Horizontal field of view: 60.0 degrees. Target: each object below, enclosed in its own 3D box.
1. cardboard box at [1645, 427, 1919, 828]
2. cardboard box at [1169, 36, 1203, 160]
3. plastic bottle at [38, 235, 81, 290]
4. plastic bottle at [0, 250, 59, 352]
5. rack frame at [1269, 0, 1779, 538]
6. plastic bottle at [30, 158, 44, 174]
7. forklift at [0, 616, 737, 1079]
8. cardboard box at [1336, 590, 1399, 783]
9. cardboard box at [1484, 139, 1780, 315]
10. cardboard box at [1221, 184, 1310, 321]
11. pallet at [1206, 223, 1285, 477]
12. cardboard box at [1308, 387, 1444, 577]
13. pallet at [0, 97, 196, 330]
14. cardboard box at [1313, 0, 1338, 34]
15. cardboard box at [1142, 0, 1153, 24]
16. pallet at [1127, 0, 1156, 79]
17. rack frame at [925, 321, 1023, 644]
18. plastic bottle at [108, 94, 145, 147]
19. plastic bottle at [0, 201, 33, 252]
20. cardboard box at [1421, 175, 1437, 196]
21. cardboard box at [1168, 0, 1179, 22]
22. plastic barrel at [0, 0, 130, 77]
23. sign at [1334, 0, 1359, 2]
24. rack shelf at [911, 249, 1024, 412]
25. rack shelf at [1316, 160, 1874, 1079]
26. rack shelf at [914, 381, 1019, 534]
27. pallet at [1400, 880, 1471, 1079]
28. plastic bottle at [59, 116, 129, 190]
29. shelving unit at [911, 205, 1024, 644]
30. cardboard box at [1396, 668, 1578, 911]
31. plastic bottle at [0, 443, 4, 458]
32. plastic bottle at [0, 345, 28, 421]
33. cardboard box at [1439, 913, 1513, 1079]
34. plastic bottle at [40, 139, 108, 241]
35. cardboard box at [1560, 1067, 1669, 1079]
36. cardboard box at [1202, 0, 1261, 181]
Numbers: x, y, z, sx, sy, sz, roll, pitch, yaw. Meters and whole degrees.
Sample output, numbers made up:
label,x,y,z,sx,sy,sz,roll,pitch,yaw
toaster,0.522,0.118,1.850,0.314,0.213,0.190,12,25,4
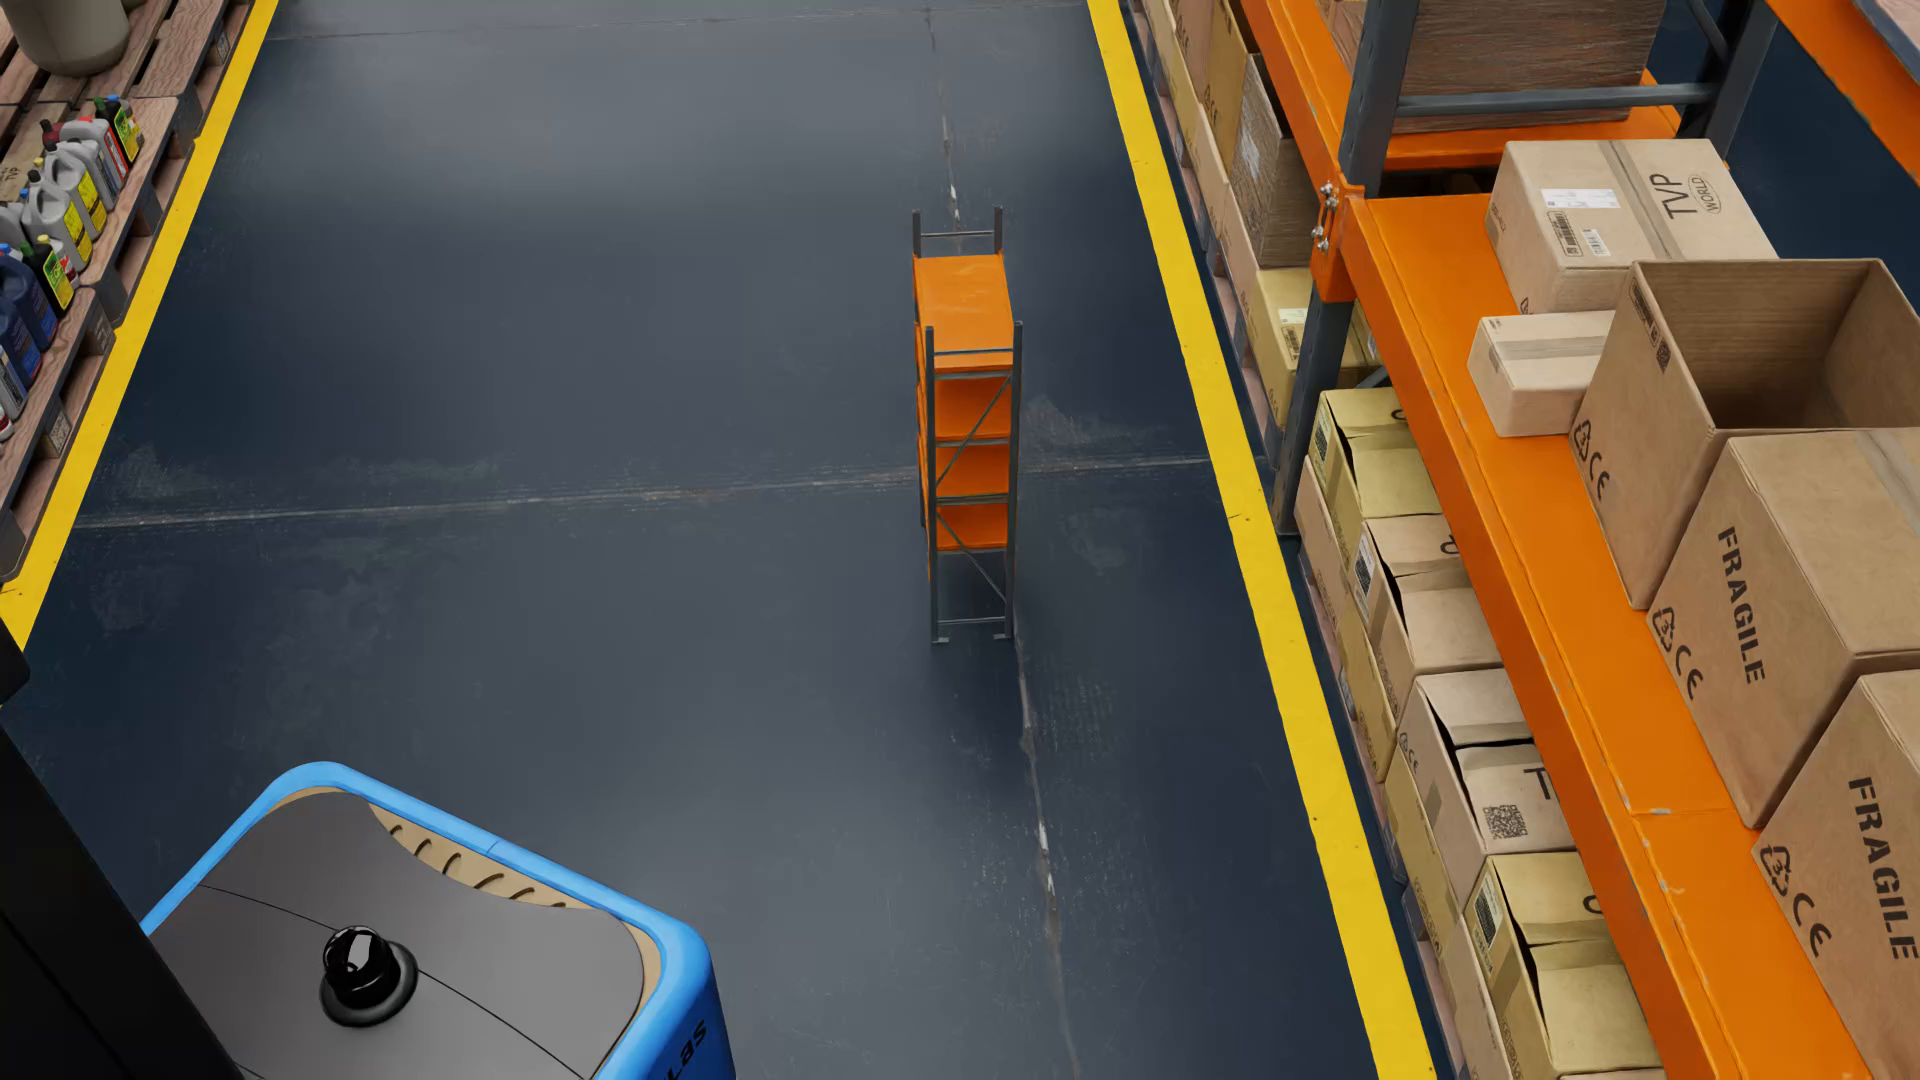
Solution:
label,x,y,z,sx,sy,sz,roll,pitch,yaw
cardboard box,1.629,0.152,2.972,0.500,0.500,0.500,-3,47,-3
cardboard box,1.107,-1.720,6.418,0.500,0.250,0.500,-3,47,-3
plastic bottle,-3.111,-0.957,5.715,0.097,0.201,0.097,0,47,0
plastic bottle,-3.111,-0.802,5.465,0.144,0.351,0.185,-5,47,-5
rack frame,1.495,-1.114,4.239,1.000,3.000,0.127,-3,47,-3
plastic bottle,-3.303,-1.291,6.031,0.097,0.201,0.097,0,47,0
forklift,-1.552,1.273,2.026,1.130,2.935,3.031,20,50,18
cardboard box,1.323,0.364,4.444,0.500,0.250,0.500,-2,47,-2
cardboard box,1.580,-0.709,3.959,0.500,0.250,0.500,-1,47,-1
cardboard box,1.206,-0.998,5.734,0.500,0.250,0.500,-3,47,-3
pallet,1.470,-0.733,5.799,1.003,0.211,1.213,-3,47,-3
cardboard box,1.281,-0.192,4.584,0.500,0.311,0.500,-3,47,-3
pallet,-3.561,-1.230,6.270,1.003,0.211,1.213,-3,47,-3
cardboard box,1.401,-1.850,4.868,0.700,0.500,0.500,-4,47,-4
cardboard box,1.029,-2.444,7.103,0.500,0.250,0.500,-3,47,-3
pallet,1.266,-2.499,7.471,1.003,0.211,1.213,-3,47,-3
rack frame,0.034,-0.116,4.534,0.240,1.200,0.015,-3,47,-3
plastic bottle,-3.185,-1.597,6.321,0.097,0.201,0.097,0,47,0
plastic bottle,-3.292,-1.057,5.758,0.152,0.276,0.135,-3,47,-3
cardboard box,1.719,-1.287,5.491,0.500,0.500,0.500,-3,47,-3
cardboard box,1.082,-2.341,6.489,0.500,0.500,0.500,-3,47,-3
plastic barrel,-3.603,-2.165,6.658,0.421,0.512,0.421,0,47,0
sign,0.942,-1.404,3.863,0.100,0.325,0.005,-3,47,-3
rack shelf,0.014,-0.563,4.416,0.258,0.148,0.480,-3,47,-3
rack shelf,1.663,0.580,3.130,1.077,0.370,4.000,-3,47,-3
rack shelf,0.014,-0.247,4.750,0.258,0.148,0.480,-3,47,-3
pallet,1.701,1.260,3.911,1.003,0.211,1.213,-3,47,-3
plastic bottle,-3.192,-1.438,6.119,0.152,0.276,0.135,-3,47,-3
shelving unit,0.014,-0.293,4.701,0.258,1.200,0.503,-3,47,-3
cardboard box,1.363,0.545,3.886,0.500,0.311,0.500,-5,47,-5
plastic bottle,-3.040,-0.336,5.126,0.097,0.201,0.097,0,47,0
plastic bottle,-3.085,-0.520,5.249,0.152,0.276,0.135,-2,47,-2
cardboard box,1.411,1.106,3.741,0.500,0.250,0.500,-3,47,-3
plastic bottle,-3.162,-1.244,5.884,0.144,0.351,0.185,-2,47,-2
cardboard box,1.451,1.283,3.187,0.500,0.311,0.500,-4,47,-4
cardboard box,1.163,-1.617,5.804,0.500,0.500,0.500,-3,47,-3
